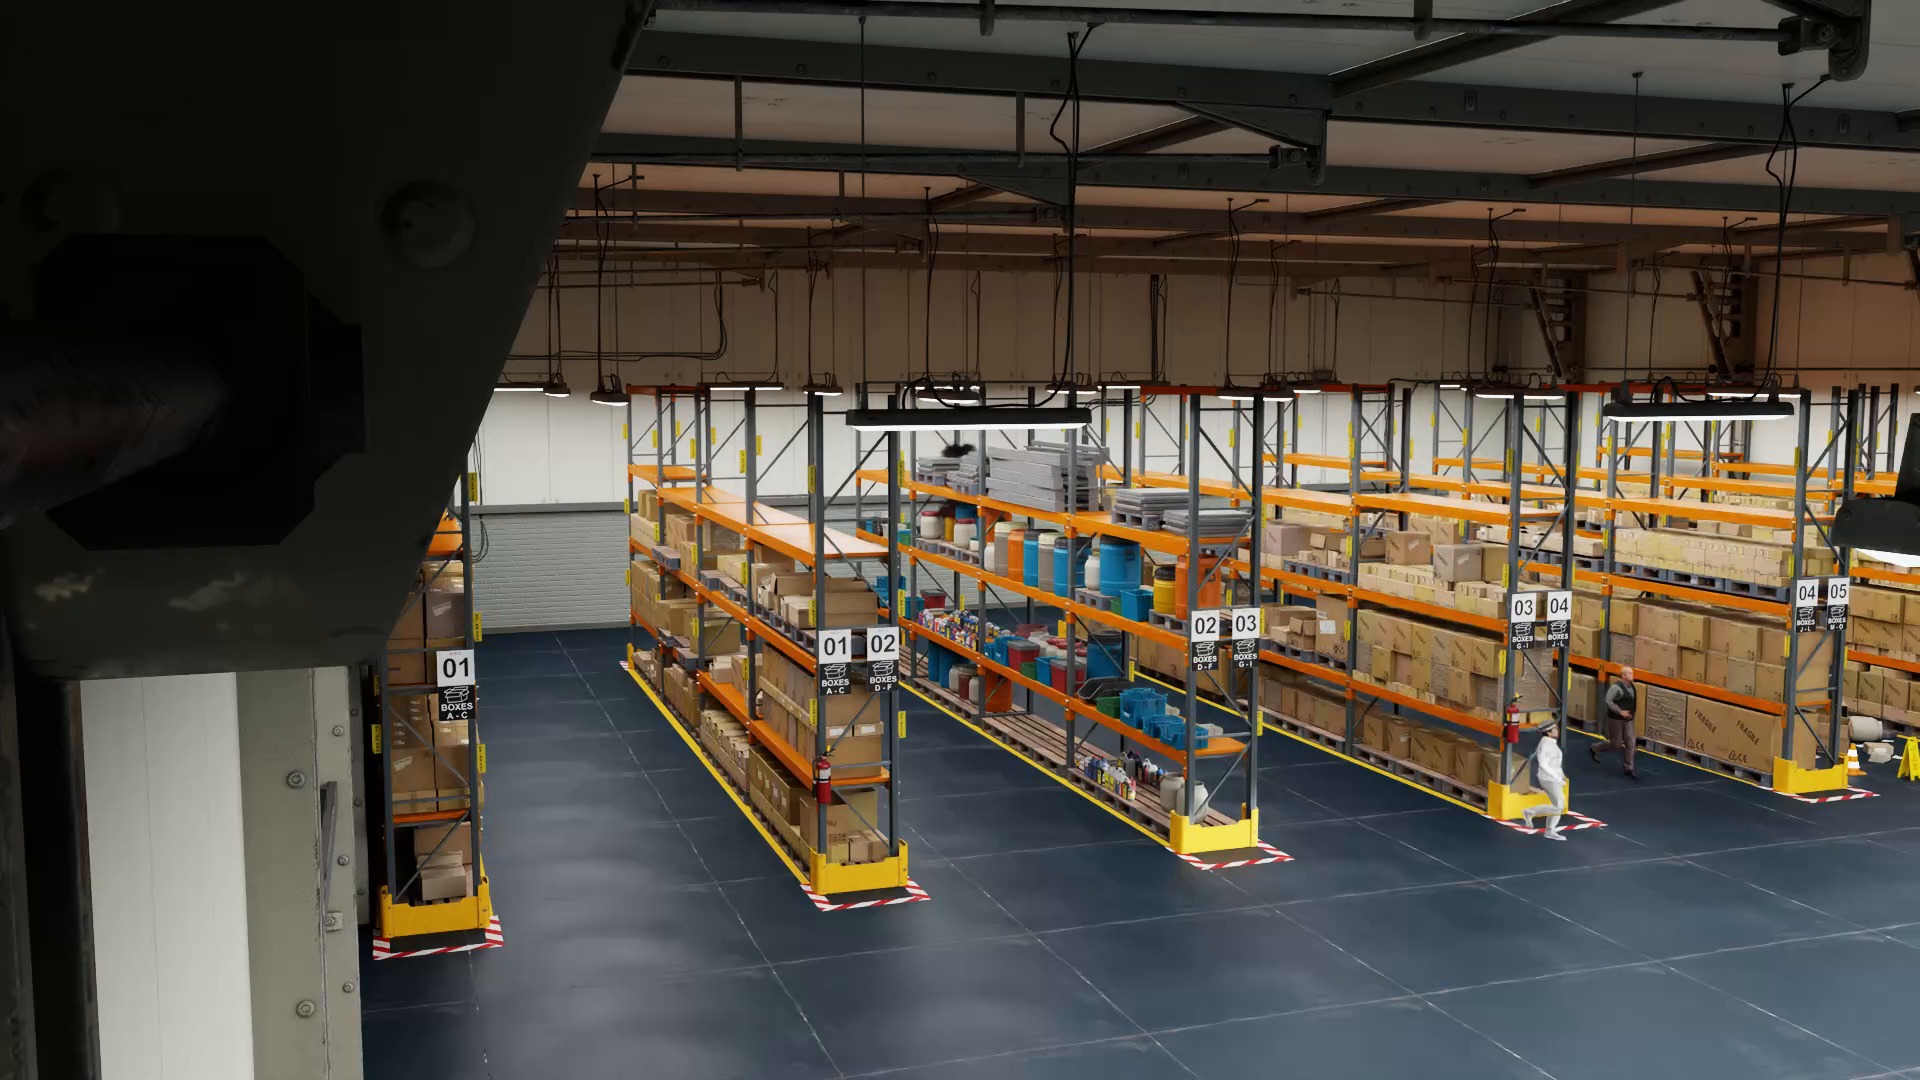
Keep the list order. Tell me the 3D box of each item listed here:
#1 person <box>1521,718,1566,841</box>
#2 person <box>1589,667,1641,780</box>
[{"bbox_3d":[7.871,3.209,22.375,0.587,1.659,0.617,2,6,16],"label":"person"},{"bbox_3d":[10.283,2.815,25.953,0.683,1.715,0.928,-4,7,-33],"label":"person"}]
